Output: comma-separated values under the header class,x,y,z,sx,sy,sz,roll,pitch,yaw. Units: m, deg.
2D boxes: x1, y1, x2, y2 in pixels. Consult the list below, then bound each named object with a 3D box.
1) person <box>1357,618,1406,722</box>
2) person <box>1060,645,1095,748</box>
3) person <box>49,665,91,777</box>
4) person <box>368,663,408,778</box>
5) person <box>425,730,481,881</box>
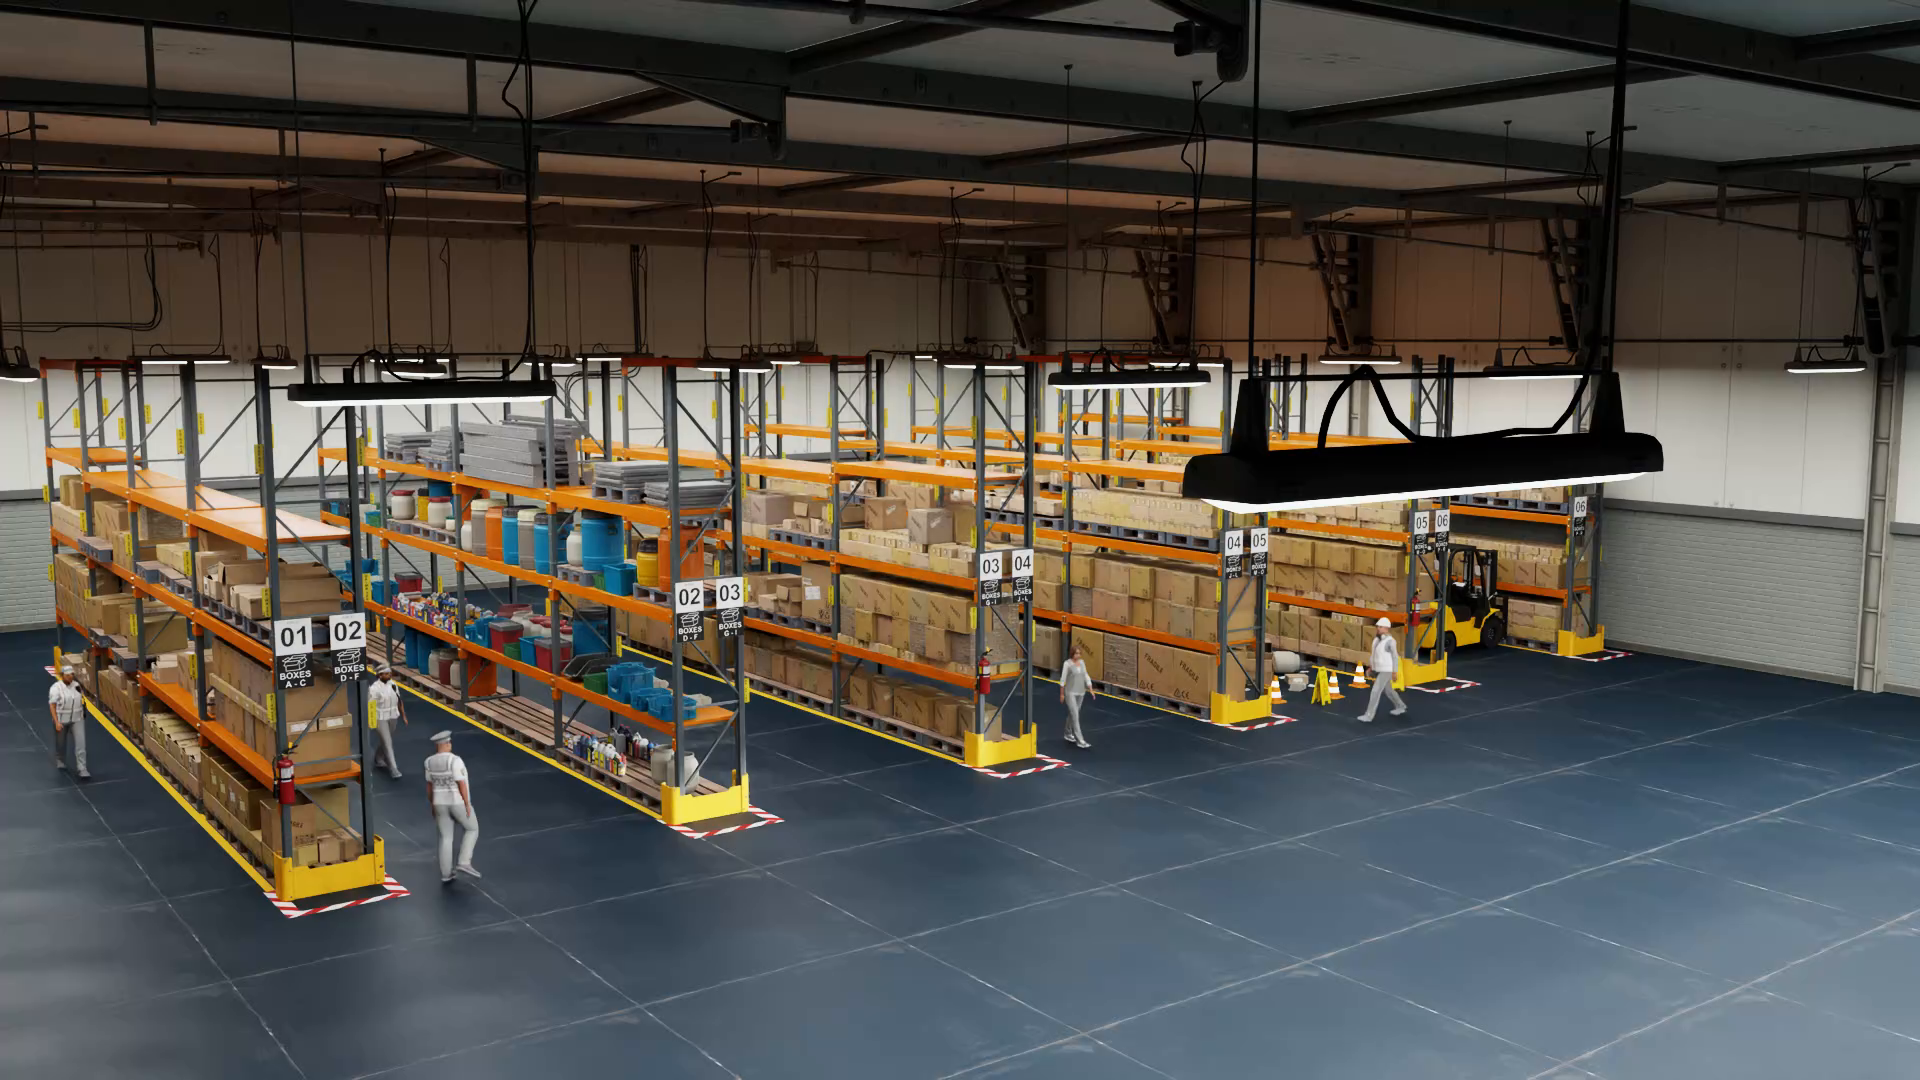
class,x,y,z,sx,sy,sz,roll,pitch,yaw
person,7.037,2.151,27.701,1.070,1.725,0.543,-3,7,-20
person,1.849,2.423,25.980,0.455,1.575,0.771,-5,8,-33
person,-13.000,2.623,24.231,0.490,1.595,1.053,-5,9,-37
person,-8.371,2.593,24.267,1.054,1.620,0.523,6,9,39
person,-5.980,3.123,19.552,0.645,1.744,0.508,1,7,5
